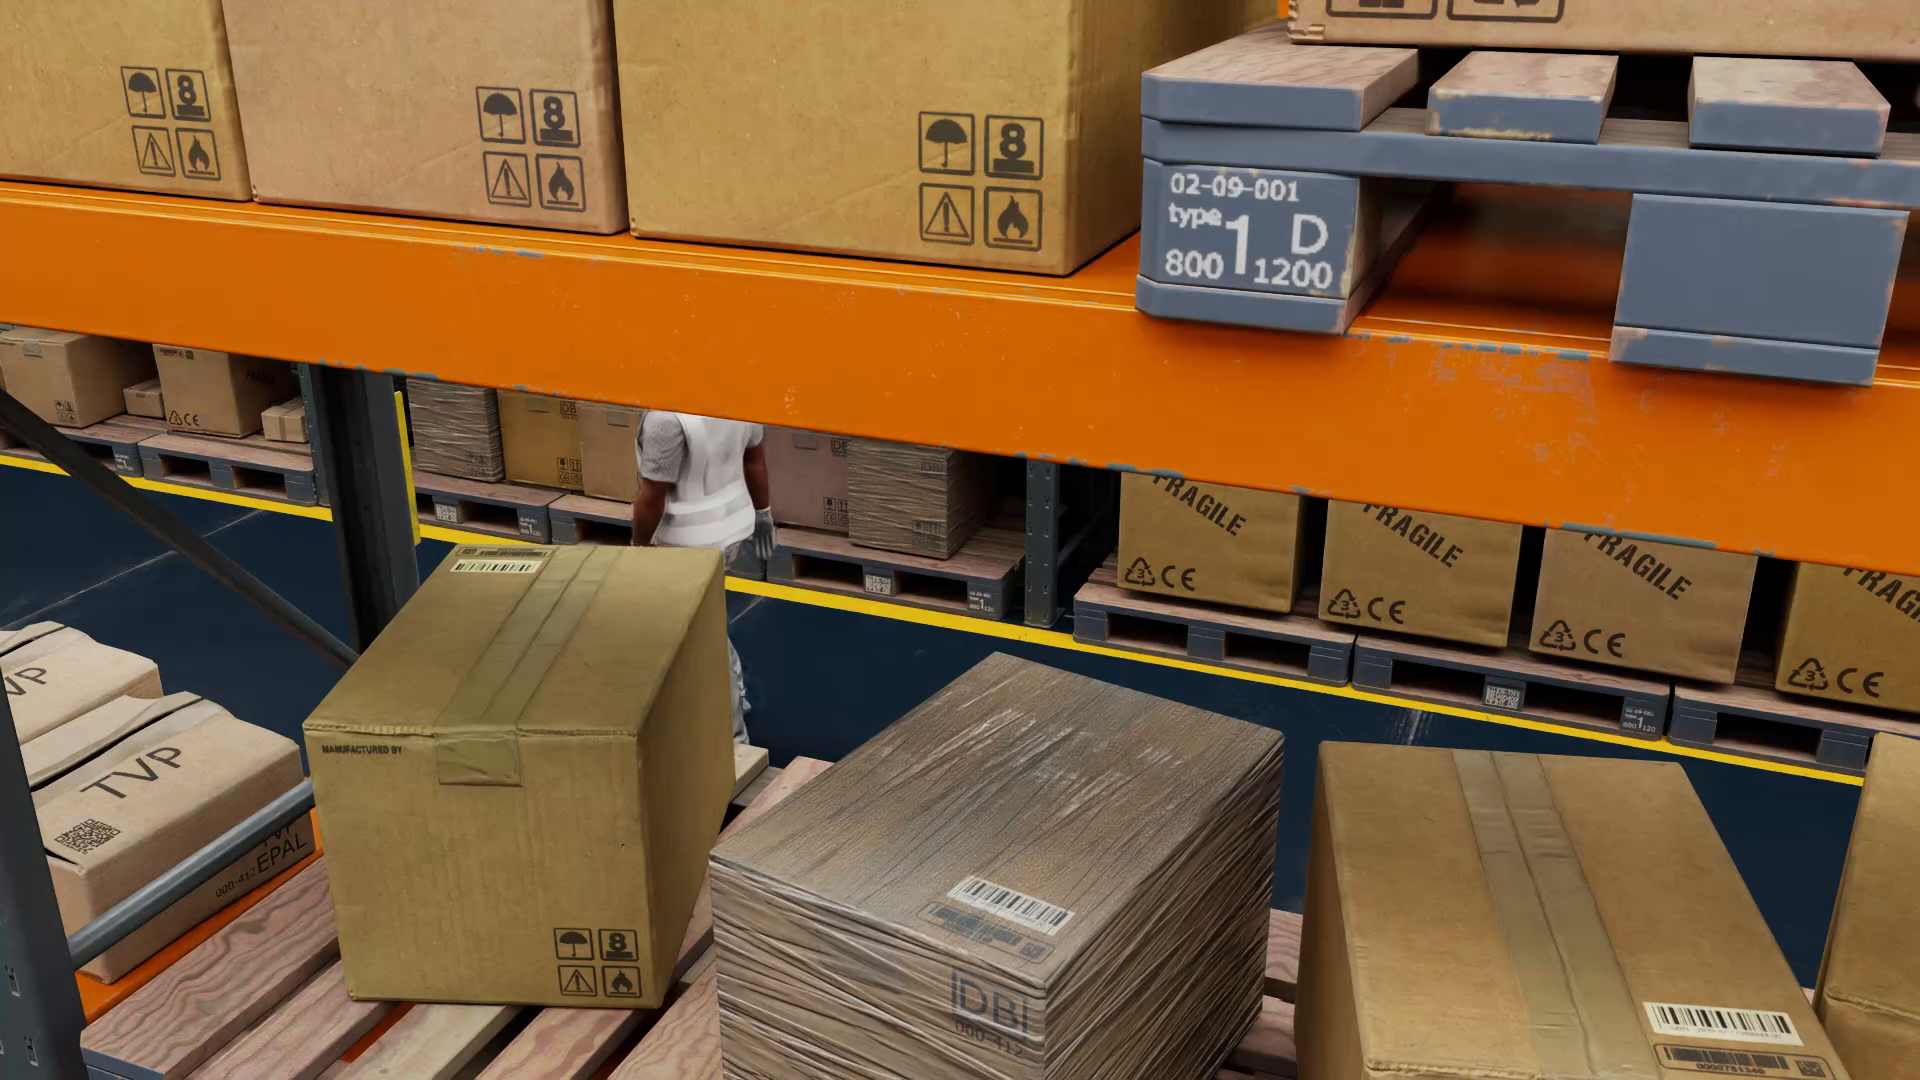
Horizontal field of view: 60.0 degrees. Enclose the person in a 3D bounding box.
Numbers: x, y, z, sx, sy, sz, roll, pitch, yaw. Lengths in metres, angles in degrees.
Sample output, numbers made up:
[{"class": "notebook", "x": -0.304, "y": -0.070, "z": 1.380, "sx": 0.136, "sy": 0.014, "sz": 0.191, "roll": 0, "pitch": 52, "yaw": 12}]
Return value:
[{"class": "person", "x": -0.975, "y": -0.006, "z": 6.048, "sx": 0.471, "sy": 1.820, "sz": 0.603, "roll": 10, "pitch": 24, "yaw": 24}]
